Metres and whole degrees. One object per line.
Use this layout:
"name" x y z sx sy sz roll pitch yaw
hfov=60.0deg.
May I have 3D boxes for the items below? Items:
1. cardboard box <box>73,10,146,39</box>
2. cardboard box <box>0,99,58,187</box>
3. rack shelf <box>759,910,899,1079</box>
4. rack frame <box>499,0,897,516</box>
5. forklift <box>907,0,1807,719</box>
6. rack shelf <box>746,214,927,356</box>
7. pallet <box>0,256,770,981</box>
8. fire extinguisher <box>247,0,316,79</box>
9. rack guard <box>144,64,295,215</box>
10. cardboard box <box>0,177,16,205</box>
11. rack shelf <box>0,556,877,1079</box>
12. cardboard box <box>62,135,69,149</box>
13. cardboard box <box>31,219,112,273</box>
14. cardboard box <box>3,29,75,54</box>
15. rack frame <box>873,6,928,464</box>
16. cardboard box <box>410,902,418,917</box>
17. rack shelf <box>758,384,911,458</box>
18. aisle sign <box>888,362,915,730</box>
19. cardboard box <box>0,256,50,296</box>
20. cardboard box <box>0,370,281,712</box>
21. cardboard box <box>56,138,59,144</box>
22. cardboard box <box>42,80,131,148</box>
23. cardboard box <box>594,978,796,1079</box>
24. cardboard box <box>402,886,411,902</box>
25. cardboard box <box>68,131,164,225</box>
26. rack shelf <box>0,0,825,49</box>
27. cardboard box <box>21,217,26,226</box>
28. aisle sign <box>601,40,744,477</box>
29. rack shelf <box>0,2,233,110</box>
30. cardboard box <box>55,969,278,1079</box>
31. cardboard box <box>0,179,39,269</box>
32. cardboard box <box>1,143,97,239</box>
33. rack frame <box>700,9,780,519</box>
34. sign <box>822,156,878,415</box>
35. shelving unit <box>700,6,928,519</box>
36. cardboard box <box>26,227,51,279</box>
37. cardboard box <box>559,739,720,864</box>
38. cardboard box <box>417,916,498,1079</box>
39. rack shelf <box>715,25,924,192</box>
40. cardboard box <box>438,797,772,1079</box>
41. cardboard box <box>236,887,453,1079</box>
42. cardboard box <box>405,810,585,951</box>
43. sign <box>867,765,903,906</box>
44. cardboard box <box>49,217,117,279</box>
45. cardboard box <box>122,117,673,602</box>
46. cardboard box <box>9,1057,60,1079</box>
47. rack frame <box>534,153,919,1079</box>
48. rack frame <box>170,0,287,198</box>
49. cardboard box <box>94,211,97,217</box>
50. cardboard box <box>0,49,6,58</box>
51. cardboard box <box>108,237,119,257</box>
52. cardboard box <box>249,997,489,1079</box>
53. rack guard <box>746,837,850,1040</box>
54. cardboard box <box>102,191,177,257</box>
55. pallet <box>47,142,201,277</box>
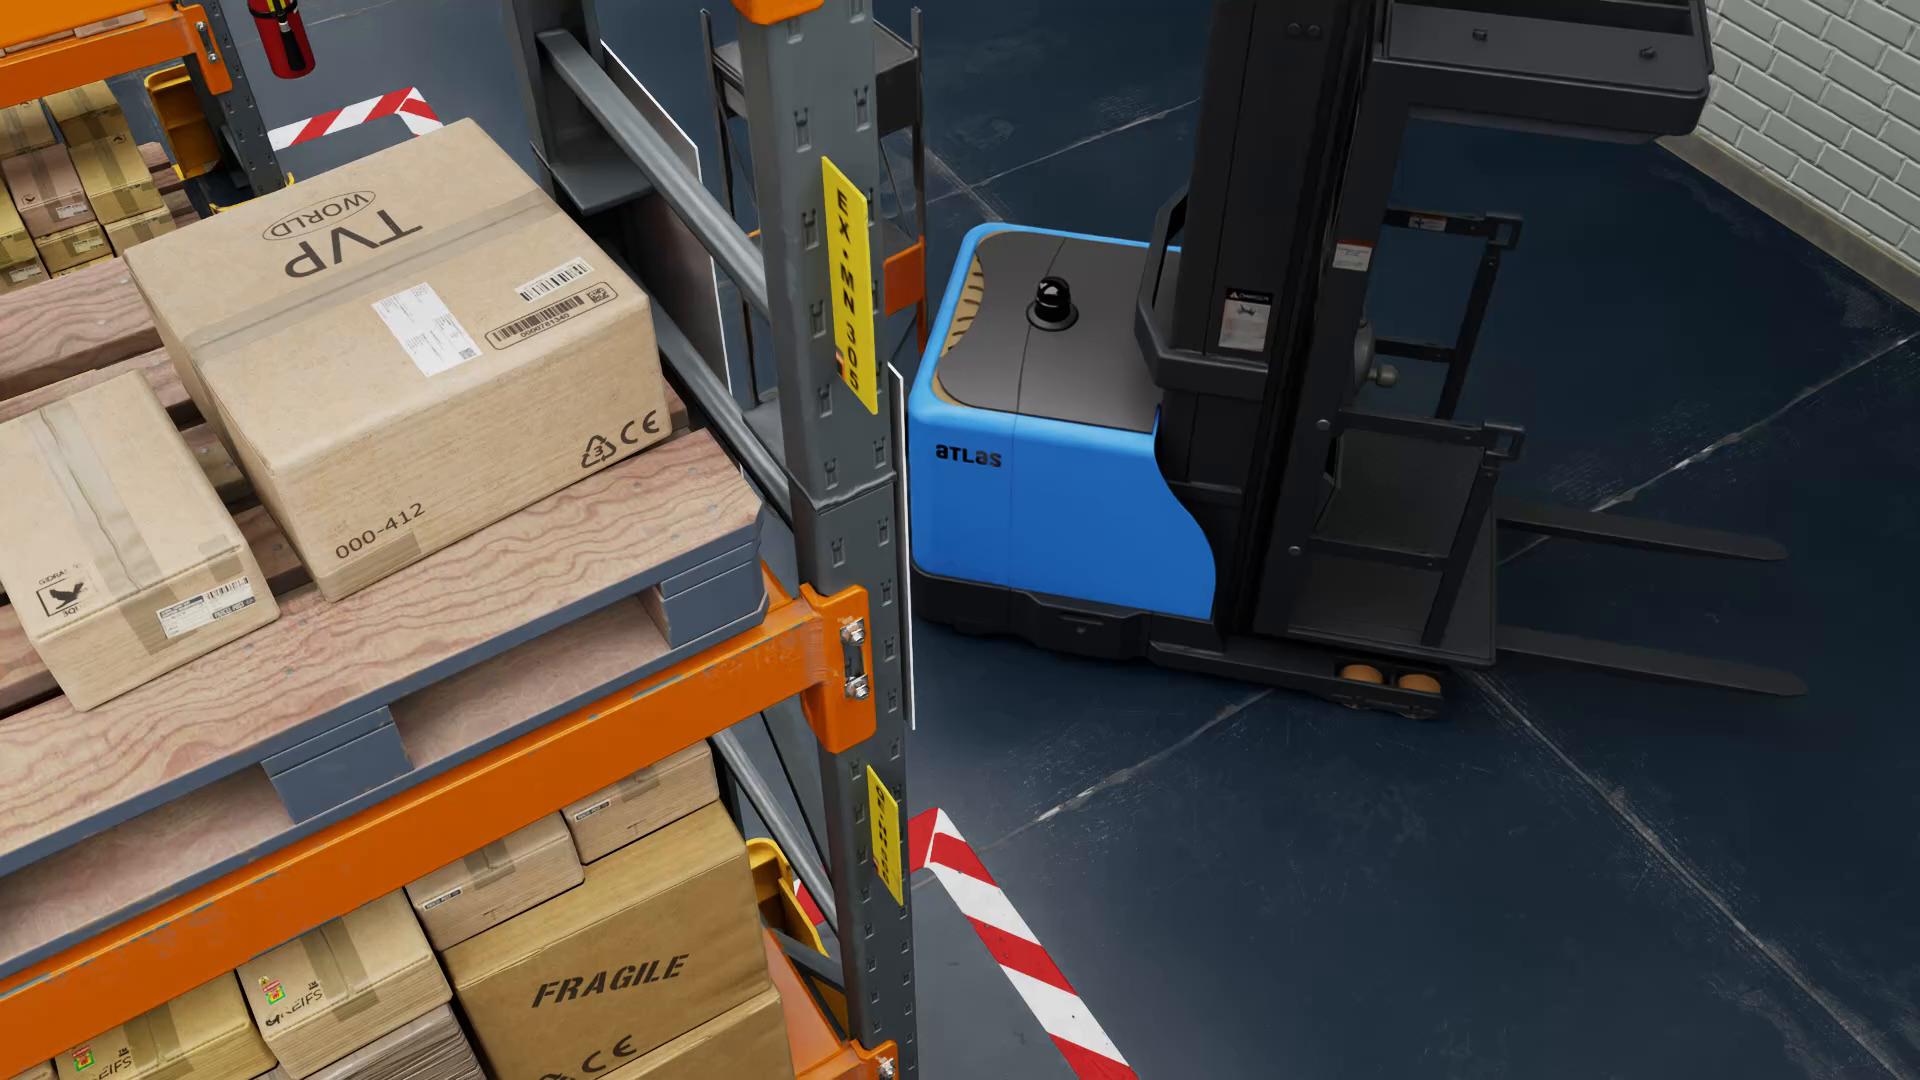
"cardboard box" -3.259 -2.069 6.253 0.250 0.149 0.380 -25 53 -21
"cardboard box" -3.928 -1.671 6.959 0.250 0.149 0.380 -24 53 -20
"rack shelf" -2.099 1.661 3.244 4.000 0.370 1.077 -25 53 -21
"rack frame" -0.407 -1.370 1.445 0.127 3.000 1.000 -25 53 -21
"forklift" 1.392 -0.799 4.999 3.031 2.935 1.130 9 49 8
"rack shelf" -0.430 -0.820 5.593 0.480 0.518 0.431 -30 55 -24
"pallet" -1.029 -0.041 2.329 1.213 0.211 1.003 -25 53 -21
"fire extinguisher" -2.675 -2.121 6.431 0.183 0.674 0.296 -25 53 -21
"rack guard" -3.198 -1.600 7.340 0.348 0.500 1.175 -25 53 -21
"cardboard box" -4.136 -1.478 6.987 0.250 0.149 0.380 -25 53 -20
"rack shelf" -2.099 0.663 2.124 4.000 0.370 1.077 -25 53 -21
"cardboard box" -3.714 -1.705 7.189 0.250 0.149 0.380 -23 52 -19
"cardboard box" -3.678 -1.291 6.820 0.250 0.149 0.380 -26 53 -22
"cardboard box" -3.490 -1.994 6.185 0.250 0.149 0.380 -25 53 -21
"rack frame" -0.238 -0.942 5.683 0.015 2.100 0.400 -30 55 -24
"cardboard box" -1.380 0.821 3.444 0.500 0.500 0.500 -26 53 -21
"rack shelf" -0.430 -0.355 6.116 0.480 0.518 0.431 -30 55 -24
"aisle sign" -0.181 -0.073 2.565 0.004 0.787 0.394 -25 53 -21
"cardboard box" -3.867 -1.153 6.697 0.250 0.149 0.380 -27 54 -22
"cardboard box" -1.052 -0.008 2.060 0.250 0.149 0.380 -29 54 -23
"cardboard box" -3.976 -1.632 7.123 0.250 0.149 0.380 -25 53 -21
"cardboard box" -3.759 -1.857 7.124 0.250 0.149 0.380 -27 54 -22
"cardboard box" -0.674 0.951 3.328 0.500 0.500 0.500 -25 53 -21
"cardboard box" -1.399 0.481 3.077 0.500 0.500 0.500 -27 54 -22
"cardboard box" -3.447 -1.480 6.789 0.250 0.149 0.380 -25 53 -20
"rack shelf" -2.099 -0.201 1.153 4.000 0.370 1.077 -25 53 -21
"cardboard box" -4.132 -1.387 7.104 0.250 0.149 0.380 -25 53 -20
"aisle sign" -0.501 -0.452 2.903 0.004 0.787 0.394 -25 53 -21
"rack shelf" -4.826 -1.425 5.992 4.000 0.370 1.077 -25 53 -21
"cardboard box" -1.214 0.659 2.483 0.250 0.149 0.380 -24 53 -20
"cardboard box" -3.841 -1.233 6.568 0.250 0.149 0.380 -26 53 -22
"cardboard box" -3.690 -1.416 6.732 0.250 0.149 0.380 -24 53 -20
"rack frame" -0.622 -0.717 5.483 0.015 2.100 0.400 -30 55 -24
"sign" -0.130 -0.293 1.954 0.005 0.325 0.100 -25 53 -21
"shelving unit" -0.430 -0.829 5.583 0.503 2.100 0.431 -30 55 -24
"cardboard box" -3.901 -1.094 6.844 0.250 0.149 0.380 -25 53 -21
"cardboard box" -0.604 0.313 2.792 0.250 0.149 0.380 -25 53 -20
"cardboard box" -1.107 1.141 3.158 0.500 0.500 0.500 -26 53 -22
"rack shelf" -0.430 -1.286 5.070 0.480 0.518 0.431 -30 55 -24
"cardboard box" -0.688 0.601 2.969 0.500 0.500 0.500 -24 52 -20
"cardboard box" -0.979 0.585 2.550 0.250 0.149 0.380 -26 53 -21
"cardboard box" -0.806 0.429 2.688 0.250 0.149 0.380 -24 53 -20
"sign" -0.130 0.509 2.854 0.005 0.325 0.100 -25 53 -21
"cardboard box" -3.632 -1.145 6.889 0.250 0.149 0.380 -24 52 -20
"cardboard box" -0.740 -0.260 2.216 0.500 0.250 0.500 -30 55 -24
"cardboard box" -1.473 0.719 2.430 0.250 0.149 0.380 -26 53 -21
"rack frame" -0.407 0.625 3.685 0.127 3.000 1.000 -25 53 -21
"rack frame" -3.134 -2.461 6.433 0.127 3.000 1.000 -25 53 -21
"cardboard box" -3.926 -1.490 7.196 0.250 0.149 0.380 -25 53 -21
"cardboard box" -3.694 -1.885 6.088 0.250 0.149 0.380 -26 53 -21
"cardboard box" -3.468 -1.312 7.037 0.250 0.149 0.380 -24 53 -20
"cardboard box" -1.115 0.828 2.767 0.500 0.500 0.500 -25 53 -21
"rack guard" -0.387 1.446 4.627 0.348 0.500 1.175 -25 53 -21
"cardboard box" -3.428 -1.361 6.882 0.250 0.149 0.380 -27 53 -22
"pallet" -3.904 -1.202 7.179 1.213 0.211 1.003 -25 53 -21
